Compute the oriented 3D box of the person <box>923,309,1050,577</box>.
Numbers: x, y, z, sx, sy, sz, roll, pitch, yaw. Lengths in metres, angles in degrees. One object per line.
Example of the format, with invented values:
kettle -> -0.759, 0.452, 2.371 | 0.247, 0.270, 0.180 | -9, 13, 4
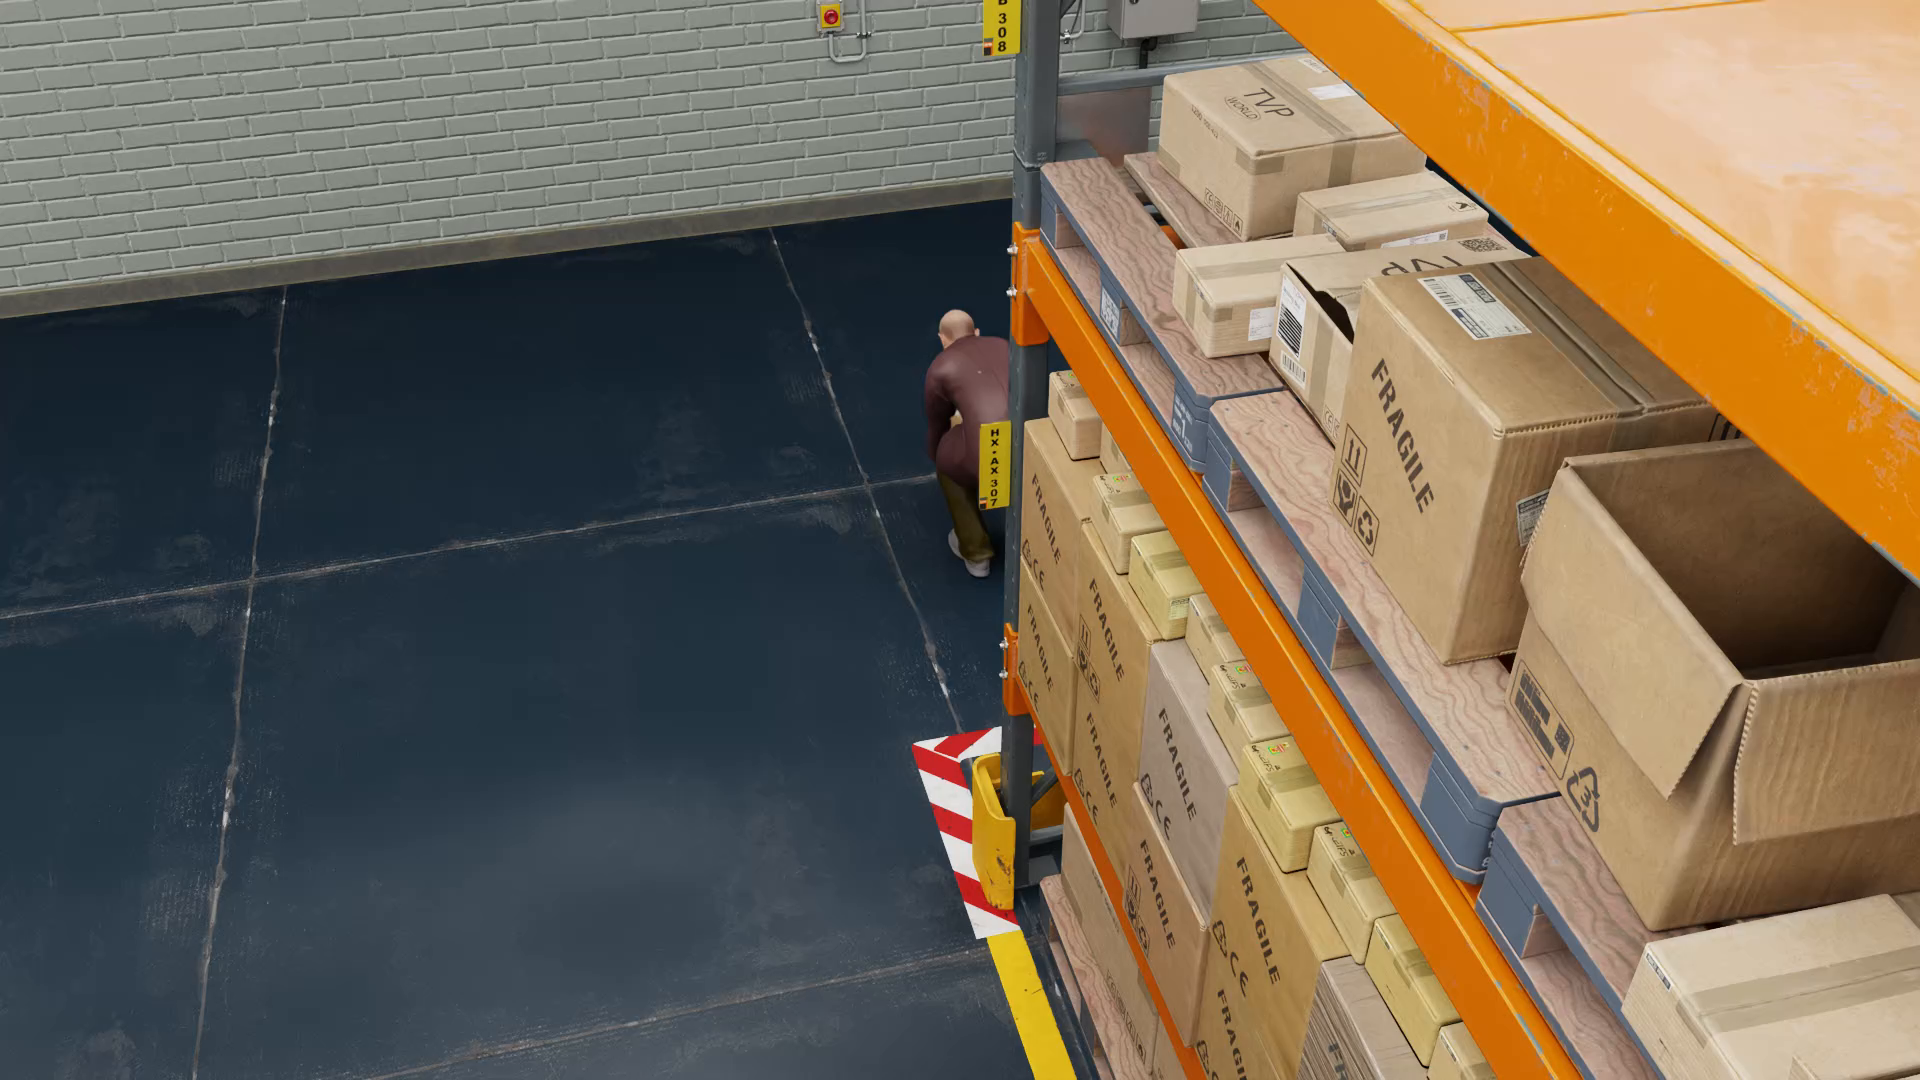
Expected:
person -> 0.123, -0.431, 7.857 | 0.582, 1.078, 0.941 | -11, 39, -14
